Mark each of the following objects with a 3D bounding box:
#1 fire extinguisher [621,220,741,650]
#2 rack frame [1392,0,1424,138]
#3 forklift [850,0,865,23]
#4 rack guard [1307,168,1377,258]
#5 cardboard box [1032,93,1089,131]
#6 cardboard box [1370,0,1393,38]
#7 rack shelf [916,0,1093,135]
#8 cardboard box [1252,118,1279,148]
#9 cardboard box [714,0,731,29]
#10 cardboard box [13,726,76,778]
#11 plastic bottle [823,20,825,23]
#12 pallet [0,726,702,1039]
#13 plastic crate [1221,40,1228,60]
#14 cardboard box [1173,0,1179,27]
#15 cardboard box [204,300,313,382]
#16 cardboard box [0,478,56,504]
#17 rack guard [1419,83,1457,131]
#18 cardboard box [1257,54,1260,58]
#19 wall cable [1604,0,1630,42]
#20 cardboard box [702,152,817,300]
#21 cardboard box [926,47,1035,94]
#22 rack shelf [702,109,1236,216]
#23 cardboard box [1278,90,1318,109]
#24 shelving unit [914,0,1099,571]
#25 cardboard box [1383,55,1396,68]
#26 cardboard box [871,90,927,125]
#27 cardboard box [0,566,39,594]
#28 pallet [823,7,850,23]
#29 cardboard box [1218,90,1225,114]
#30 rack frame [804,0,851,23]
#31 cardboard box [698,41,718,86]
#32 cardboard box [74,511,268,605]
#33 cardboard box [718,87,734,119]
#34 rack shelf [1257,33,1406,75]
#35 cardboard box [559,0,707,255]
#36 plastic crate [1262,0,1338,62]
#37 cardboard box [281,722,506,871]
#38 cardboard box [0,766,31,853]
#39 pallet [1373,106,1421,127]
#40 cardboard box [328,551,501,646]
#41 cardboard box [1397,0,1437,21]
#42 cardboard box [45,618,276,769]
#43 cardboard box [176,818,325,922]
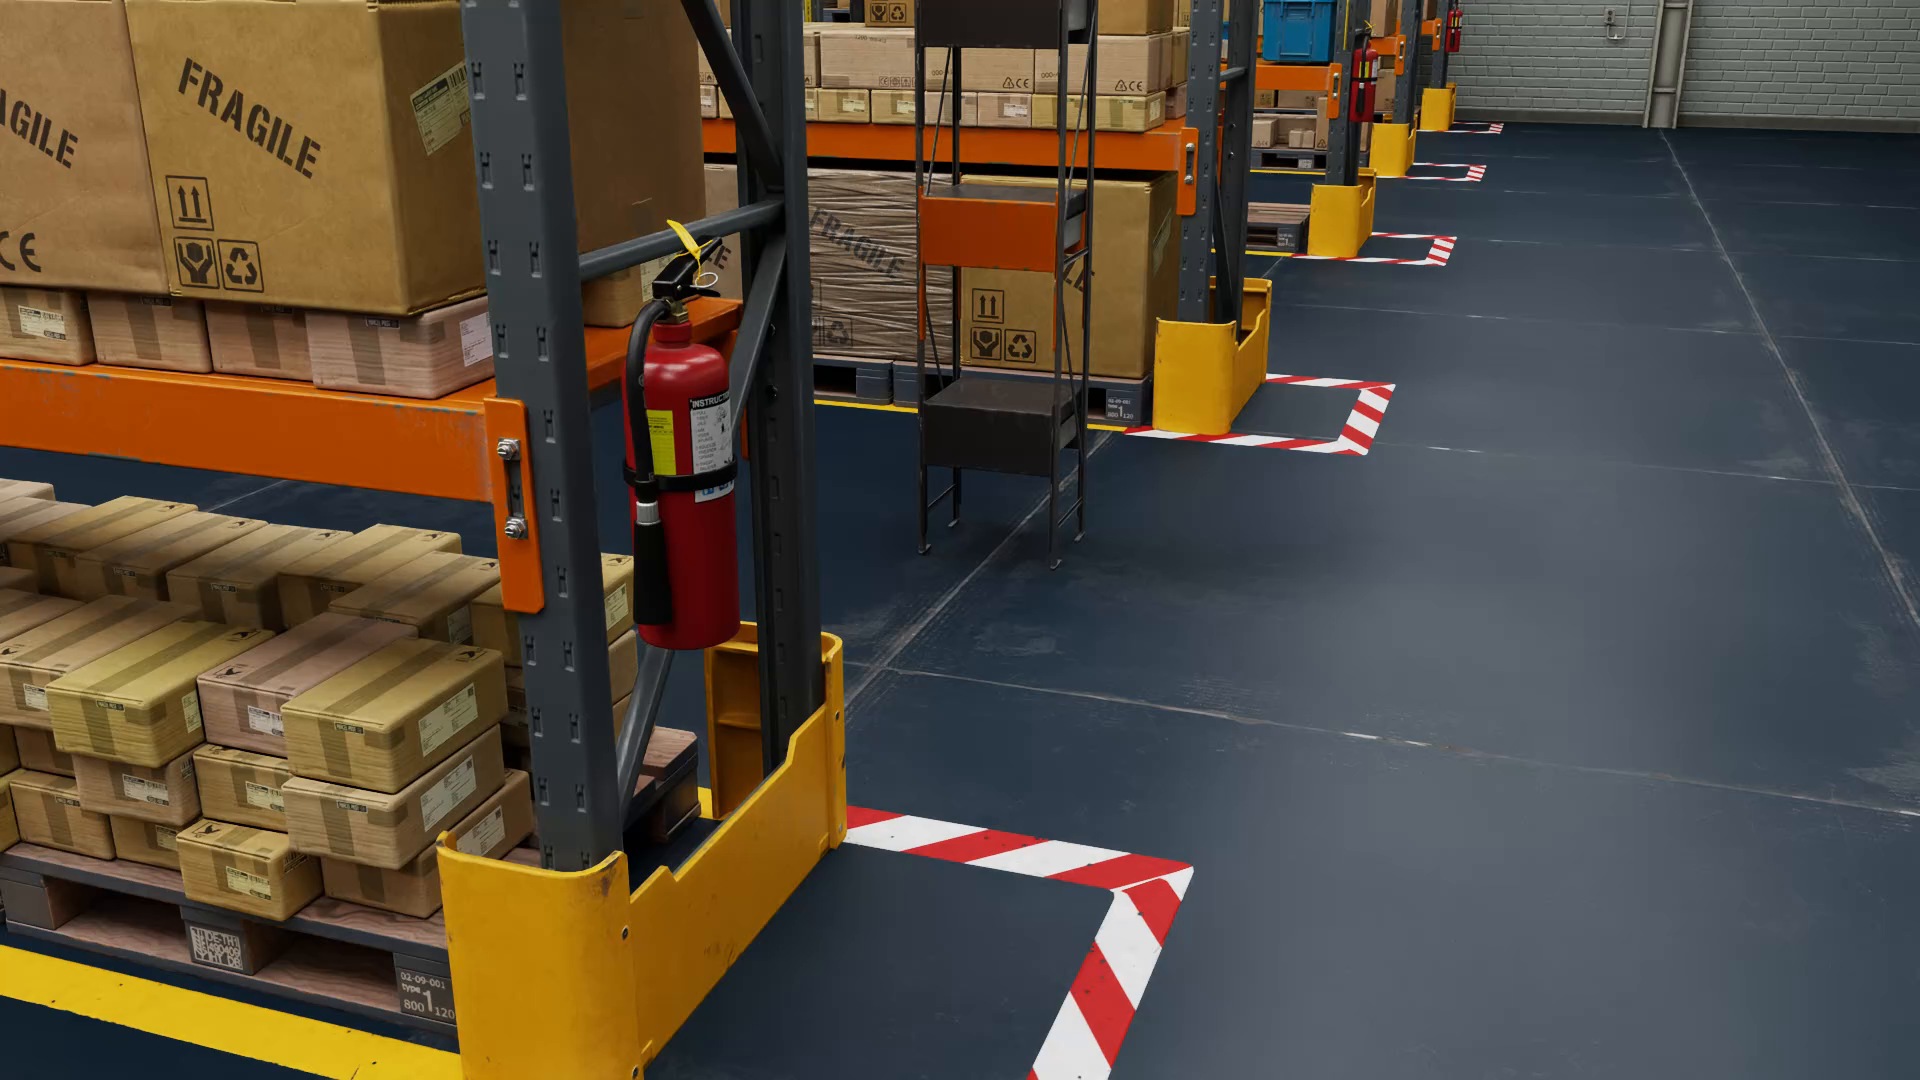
[{"bbox_3d":[-0.452,-0.163,2.672,0.183,0.674,0.296,7,20,18],"label":"fire extinguisher"},{"bbox_3d":[4.439,-5.158,16.315,0.127,3.000,1.000,7,20,18],"label":"rack frame"},{"bbox_3d":[-0.414,-3.129,10.601,1.130,2.935,3.031,-18,26,-41],"label":"forklift"},{"bbox_3d":[2.837,-2.439,12.314,0.348,0.500,1.175,7,20,18],"label":"rack guard"},{"bbox_3d":[0.494,-1.923,7.417,0.250,0.149,0.380,7,20,19],"label":"cardboard box"},{"bbox_3d":[3.927,-5.169,16.195,0.500,0.500,0.500,7,20,20],"label":"cardboard box"},{"bbox_3d":[0.156,-1.622,5.453,0.480,0.518,0.431,7,20,18],"label":"rack shelf"},{"bbox_3d":[2.957,-4.161,16.966,0.500,0.250,0.500,7,20,18],"label":"cardboard box"},{"bbox_3d":[-1.270,-2.692,7.879,0.500,0.500,0.500,6,20,16],"label":"cardboard box"},{"bbox_3d":[-1.842,0.376,3.682,0.250,0.149,0.380,6,20,17],"label":"cardboard box"},{"bbox_3d":[-1.175,-4.167,13.651,0.133,0.283,0.061,7,20,18],"label":"plastic bottle"},{"bbox_3d":[-1.366,0.663,3.853,1.213,0.211,1.003,7,20,18],"label":"pallet"},{"bbox_3d":[1.980,-3.554,12.023,0.243,0.136,0.396,7,20,18],"label":"plastic crate"},{"bbox_3d":[2.009,-5.388,16.825,0.500,0.500,0.500,6,20,18],"label":"cardboard box"},{"bbox_3d":[-1.162,-0.414,3.088,0.250,0.149,0.380,6,20,18],"label":"cardboard box"},{"bbox_3d":[-2.639,-0.036,4.412,0.250,0.149,0.380,6,20,16],"label":"cardboard box"},{"bbox_3d":[6.084,-5.515,21.139,0.348,0.500,1.175,7,20,18],"label":"rack guard"},{"bbox_3d":[3.712,-6.192,21.457,0.250,0.149,0.380,6,20,17],"label":"cardboard box"},{"bbox_3d":[7.581,-7.334,21.015,1.851,1.984,0.084,7,20,18],"label":"wall cable"},{"bbox_3d":[-1.146,-1.512,8.446,0.875,0.875,0.875,7,20,18],"label":"cardboard box"},{"bbox_3d":[0.161,-2.172,7.527,0.500,0.250,0.500,6,20,17],"label":"cardboard box"},{"bbox_3d":[-0.705,-1.954,8.219,4.000,0.370,1.077,7,20,18],"label":"rack shelf"},{"bbox_3d":[4.419,-5.869,21.516,0.500,0.500,0.700,6,20,16],"label":"cardboard box"},{"bbox_3d":[0.156,-0.974,5.679,0.503,2.100,0.431,7,20,18],"label":"shelving unit"},{"bbox_3d":[5.551,-6.116,21.238,0.250,0.149,0.380,7,20,18],"label":"cardboard box"},{"bbox_3d":[-0.225,-2.005,7.654,0.250,0.149,0.380,6,20,17],"label":"cardboard box"},{"bbox_3d":[-2.335,0.186,3.775,0.250,0.149,0.380,6,20,16],"label":"cardboard box"},{"bbox_3d":[-1.279,-5.723,18.228,1.213,0.211,1.003,7,20,18],"label":"pallet"},{"bbox_3d":[2.437,-4.417,17.316,0.637,0.503,0.797,7,20,18],"label":"cardboard box"},{"bbox_3d":[-0.968,-4.050,13.138,0.127,3.000,1.000,7,20,18],"label":"rack frame"},{"bbox_3d":[-1.277,-2.338,8.002,0.500,0.250,0.500,7,20,19],"label":"cardboard box"},{"bbox_3d":[-1.938,0.065,4.123,0.250,0.149,0.380,7,21,20],"label":"cardboard box"},{"bbox_3d":[-0.951,-2.088,7.891,0.250,0.149,0.380,6,20,16],"label":"cardboard box"},{"bbox_3d":[2.550,-5.034,17.054,4.000,0.370,1.077,7,20,18],"label":"rack shelf"},{"bbox_3d":[-0.872,-0.869,3.408,0.500,0.500,0.500,8,21,21],"label":"cardboard box"},{"bbox_3d":[2.432,-3.641,11.820,0.499,0.435,0.616,7,20,18],"label":"plastic crate"},{"bbox_3d":[-1.131,0.492,3.348,0.250,0.149,0.380,6,20,17],"label":"cardboard box"},{"bbox_3d":[-2.101,0.527,3.701,0.250,0.149,0.380,6,20,16],"label":"cardboard box"},{"bbox_3d":[5.280,-5.444,21.372,1.213,0.211,1.003,7,20,18],"label":"pallet"},{"bbox_3d":[-1.222,0.166,3.833,0.250,0.149,0.380,7,20,19],"label":"cardboard box"},{"bbox_3d":[5.576,-6.892,20.835,0.700,0.700,0.980,7,21,21],"label":"cardboard box"},{"bbox_3d":[-1.627,0.308,3.424,0.250,0.149,0.380,6,20,17],"label":"cardboard box"},{"bbox_3d":[-1.380,0.613,3.454,0.250,0.149,0.380,7,20,20],"label":"cardboard box"}]
